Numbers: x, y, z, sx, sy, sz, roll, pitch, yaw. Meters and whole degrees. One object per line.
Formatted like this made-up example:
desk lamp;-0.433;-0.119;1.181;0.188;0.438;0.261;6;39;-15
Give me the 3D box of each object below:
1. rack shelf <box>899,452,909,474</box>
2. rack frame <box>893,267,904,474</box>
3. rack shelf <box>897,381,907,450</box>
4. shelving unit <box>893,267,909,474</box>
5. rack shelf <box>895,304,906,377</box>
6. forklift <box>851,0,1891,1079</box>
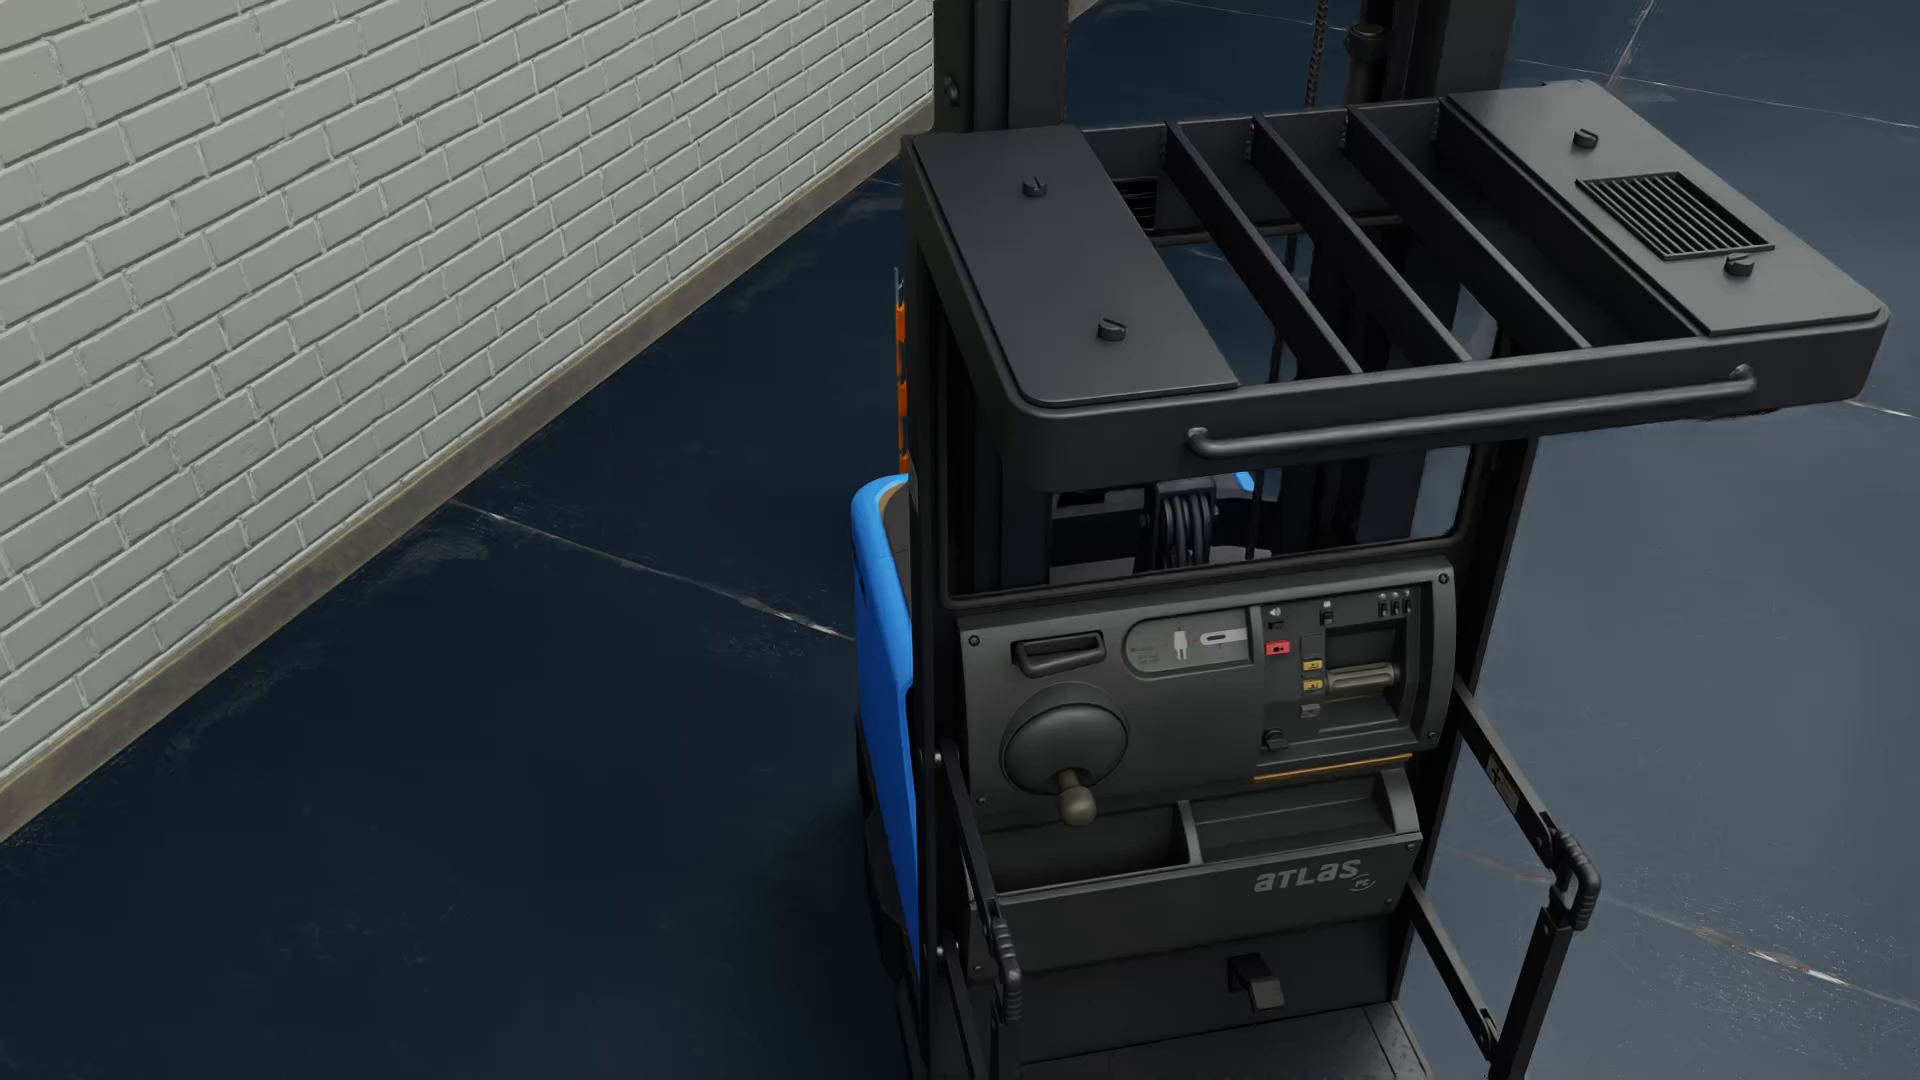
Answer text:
rack shelf;-0.048;-0.203;5.627;0.240;0.259;0.215;17;41;21
rack frame;-0.156;-0.467;5.497;0.008;1.050;0.200;17;41;21
rack shelf;-0.048;-0.425;5.459;0.240;0.259;0.215;17;41;21
shelving unit;-0.048;-0.433;5.452;0.252;1.050;0.215;17;41;21
rack shelf;-0.048;-0.651;5.287;0.240;0.259;0.215;17;41;21
forklift;0.505;0.348;2.868;1.130;2.935;3.031;-7;38;-9
